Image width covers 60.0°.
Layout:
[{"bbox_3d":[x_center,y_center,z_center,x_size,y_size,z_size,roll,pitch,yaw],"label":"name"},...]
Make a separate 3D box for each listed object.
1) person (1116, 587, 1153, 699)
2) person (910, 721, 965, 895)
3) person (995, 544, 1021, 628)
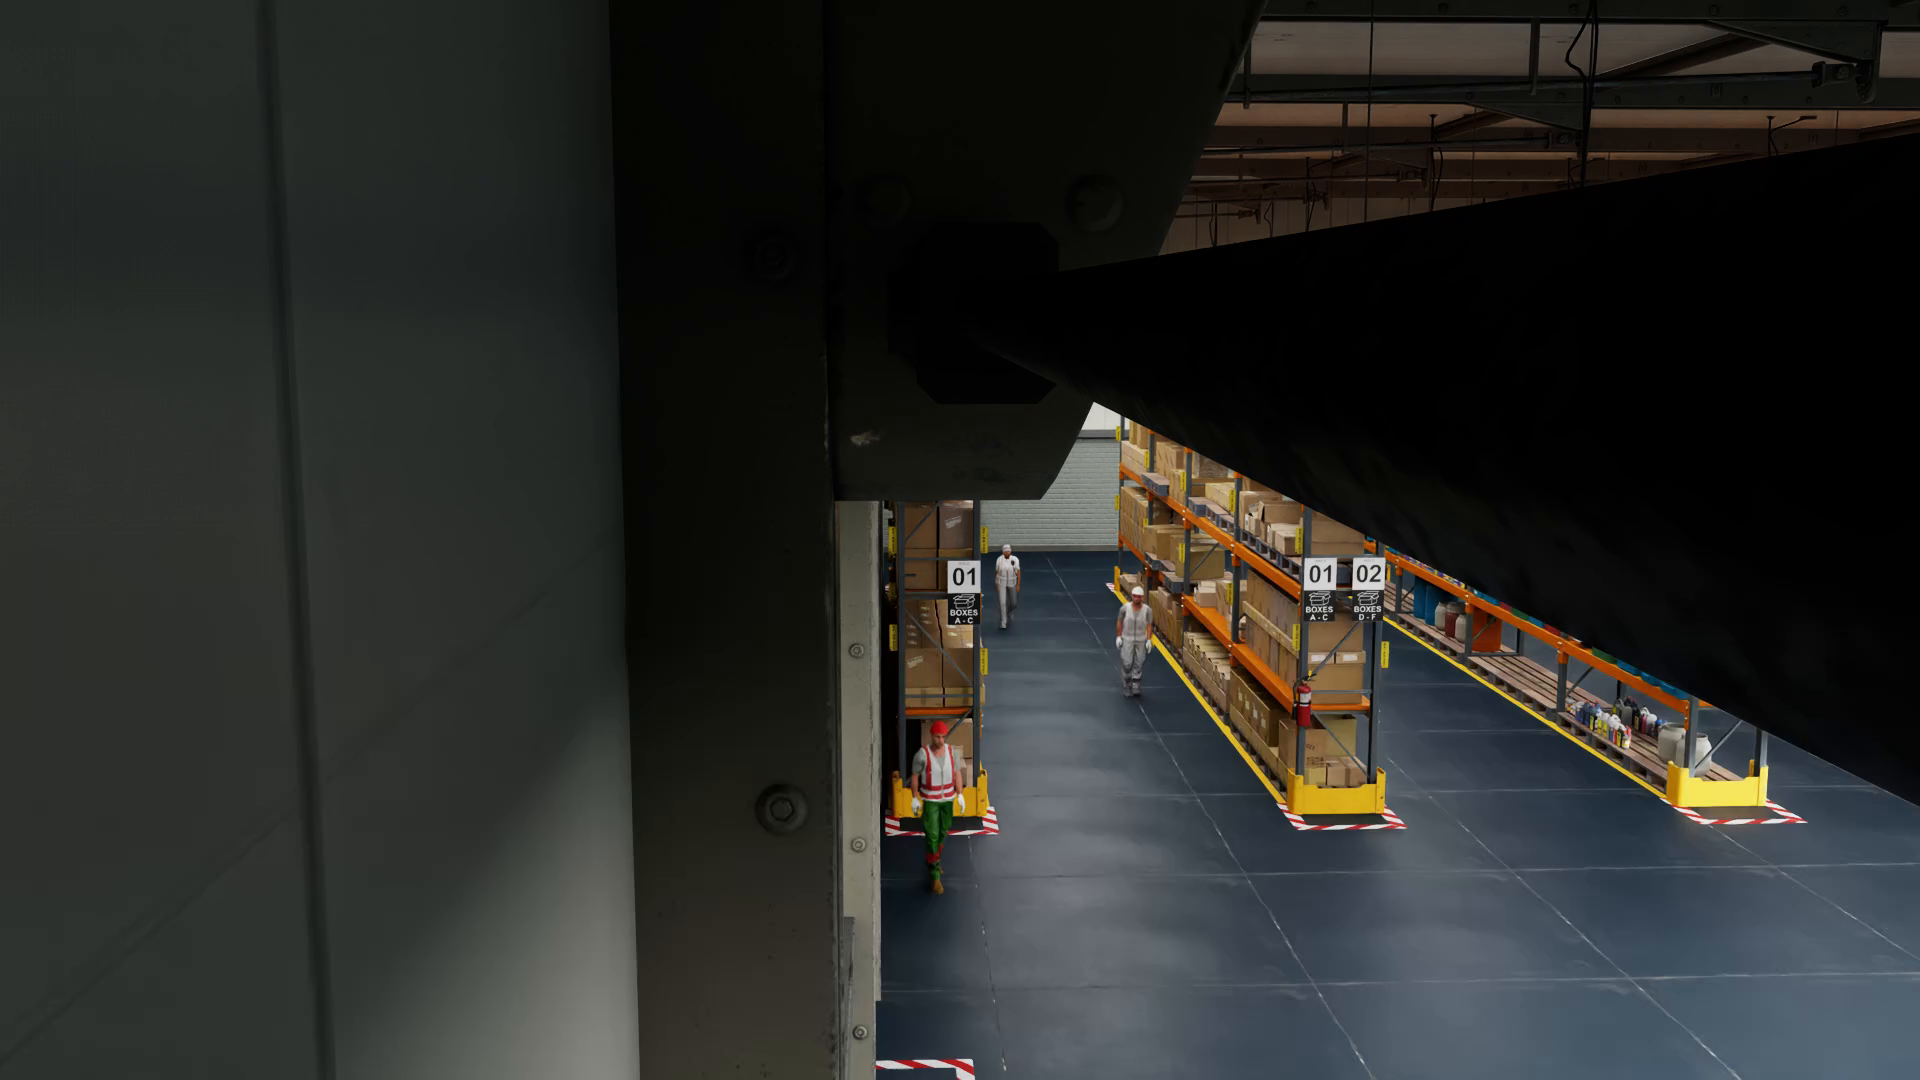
[{"bbox_3d":[2.787,1.628,26.588,0.578,1.805,0.530,0,8,-2],"label":"person"},{"bbox_3d":[-0.209,2.856,18.085,0.547,1.777,0.801,-4,9,-26],"label":"person"},{"bbox_3d":[0.925,0.860,32.396,0.493,1.618,0.838,-1,8,-6],"label":"person"}]
